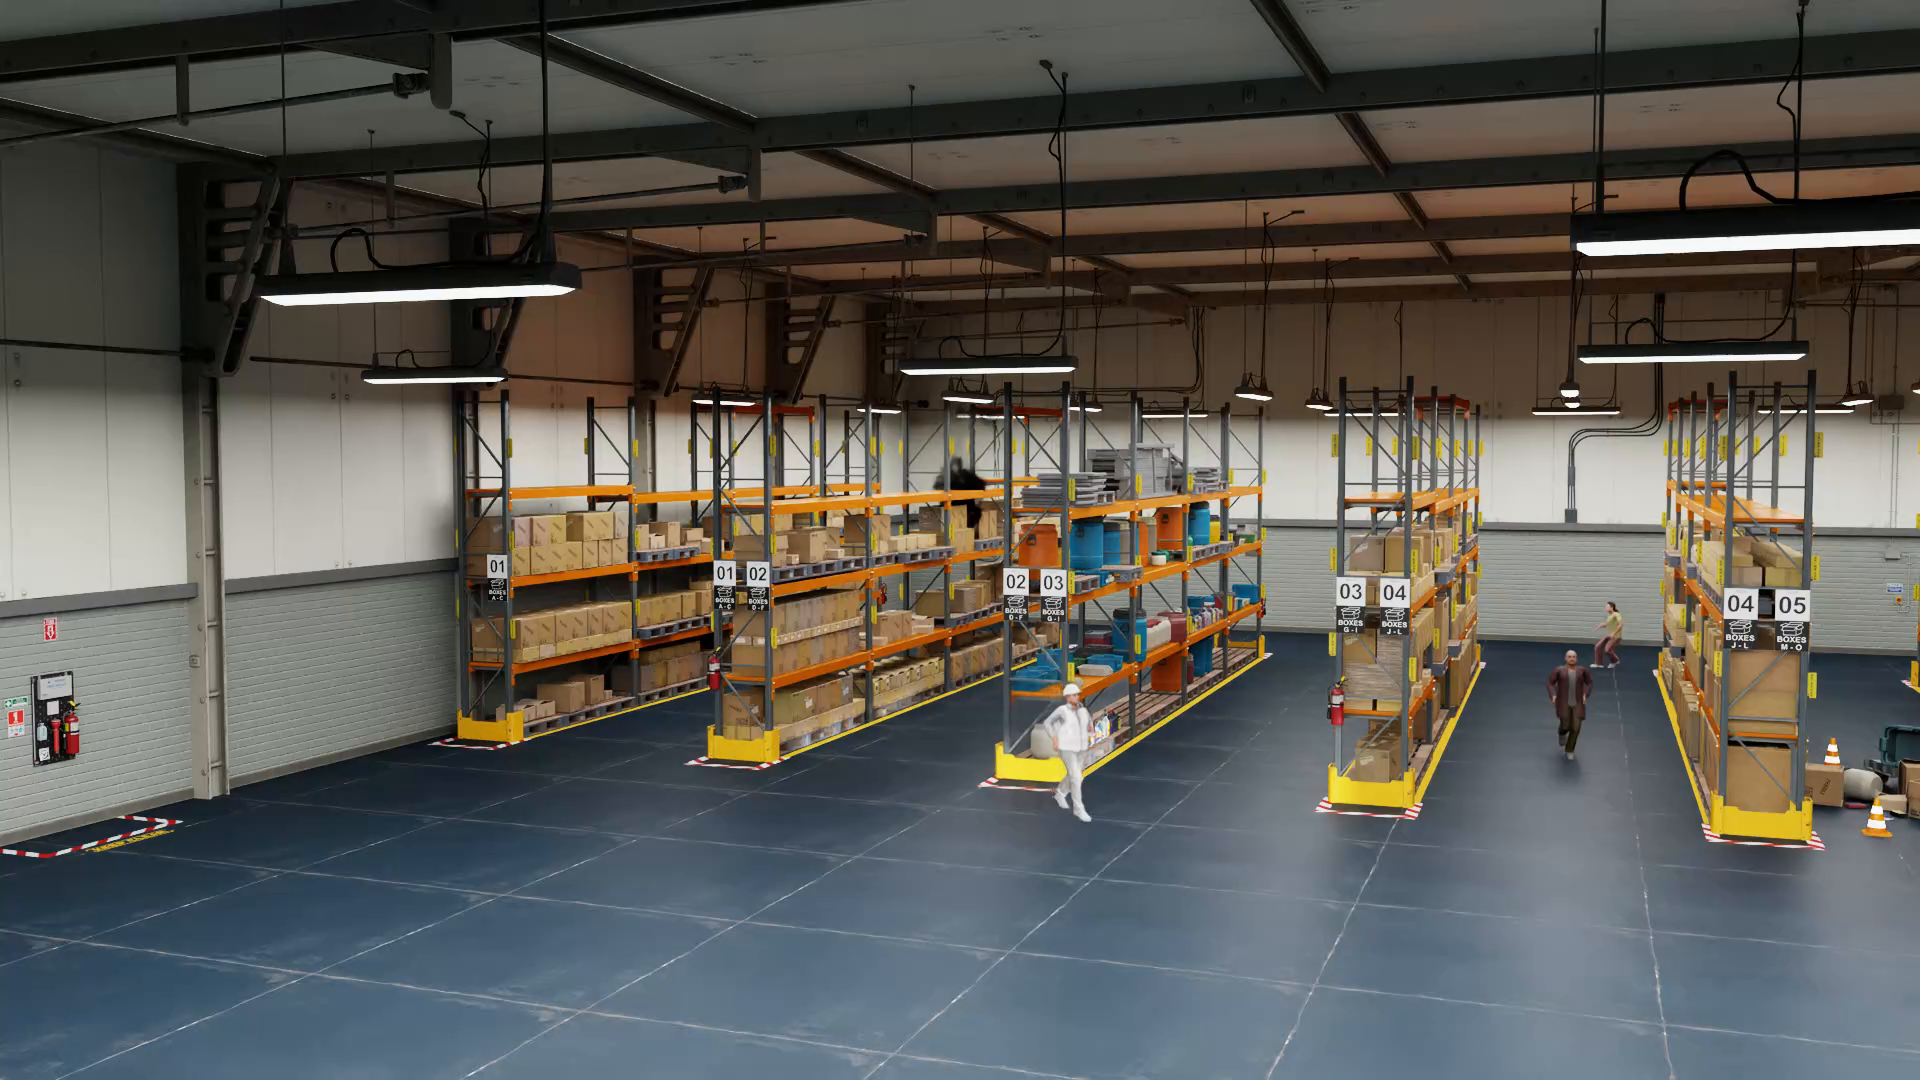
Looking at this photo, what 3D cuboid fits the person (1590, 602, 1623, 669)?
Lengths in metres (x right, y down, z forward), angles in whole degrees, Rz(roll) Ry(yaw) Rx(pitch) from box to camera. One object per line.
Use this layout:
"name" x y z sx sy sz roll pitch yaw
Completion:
"person" 14.702 2.158 37.670 0.522 1.538 0.787 -1 3 -14

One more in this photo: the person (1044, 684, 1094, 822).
"person" 1.529 2.847 22.575 0.642 1.791 0.903 -2 4 -37

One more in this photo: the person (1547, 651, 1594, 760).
"person" 9.917 2.665 27.033 0.724 1.752 0.653 1 3 12
